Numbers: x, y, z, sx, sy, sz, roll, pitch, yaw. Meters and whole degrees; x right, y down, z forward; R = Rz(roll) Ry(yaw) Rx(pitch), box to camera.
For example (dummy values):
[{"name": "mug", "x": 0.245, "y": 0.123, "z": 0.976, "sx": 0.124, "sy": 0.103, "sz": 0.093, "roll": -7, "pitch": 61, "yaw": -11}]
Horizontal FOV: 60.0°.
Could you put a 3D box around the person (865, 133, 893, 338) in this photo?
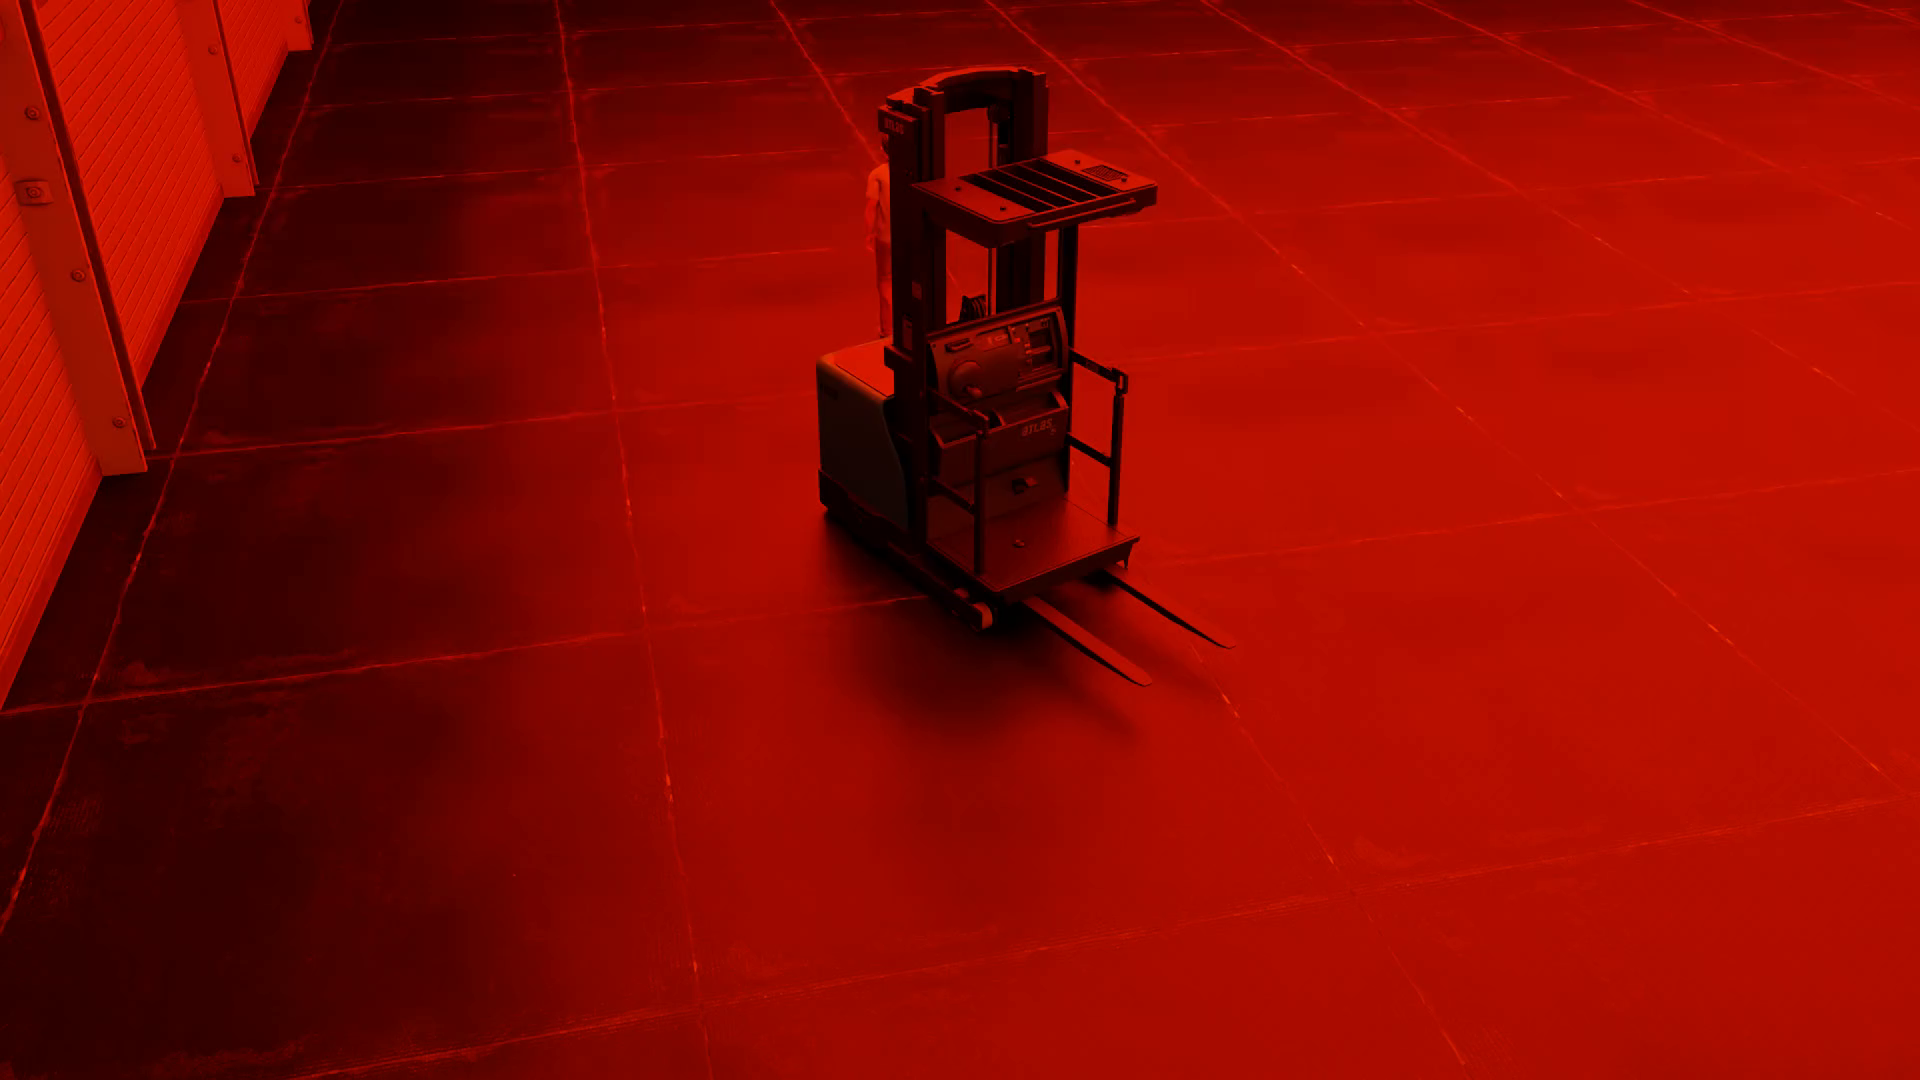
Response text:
[{"name": "person", "x": -0.481, "y": -2.352, "z": 12.893, "sx": 0.519, "sy": 1.673, "sz": 0.356, "roll": -5, "pitch": 30, "yaw": -8}]

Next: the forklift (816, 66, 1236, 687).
[{"name": "forklift", "x": 0.355, "y": -1.021, "z": 9.338, "sx": 1.130, "sy": 2.935, "sz": 3.031, "roll": -20, "pitch": 35, "yaw": -30}]
